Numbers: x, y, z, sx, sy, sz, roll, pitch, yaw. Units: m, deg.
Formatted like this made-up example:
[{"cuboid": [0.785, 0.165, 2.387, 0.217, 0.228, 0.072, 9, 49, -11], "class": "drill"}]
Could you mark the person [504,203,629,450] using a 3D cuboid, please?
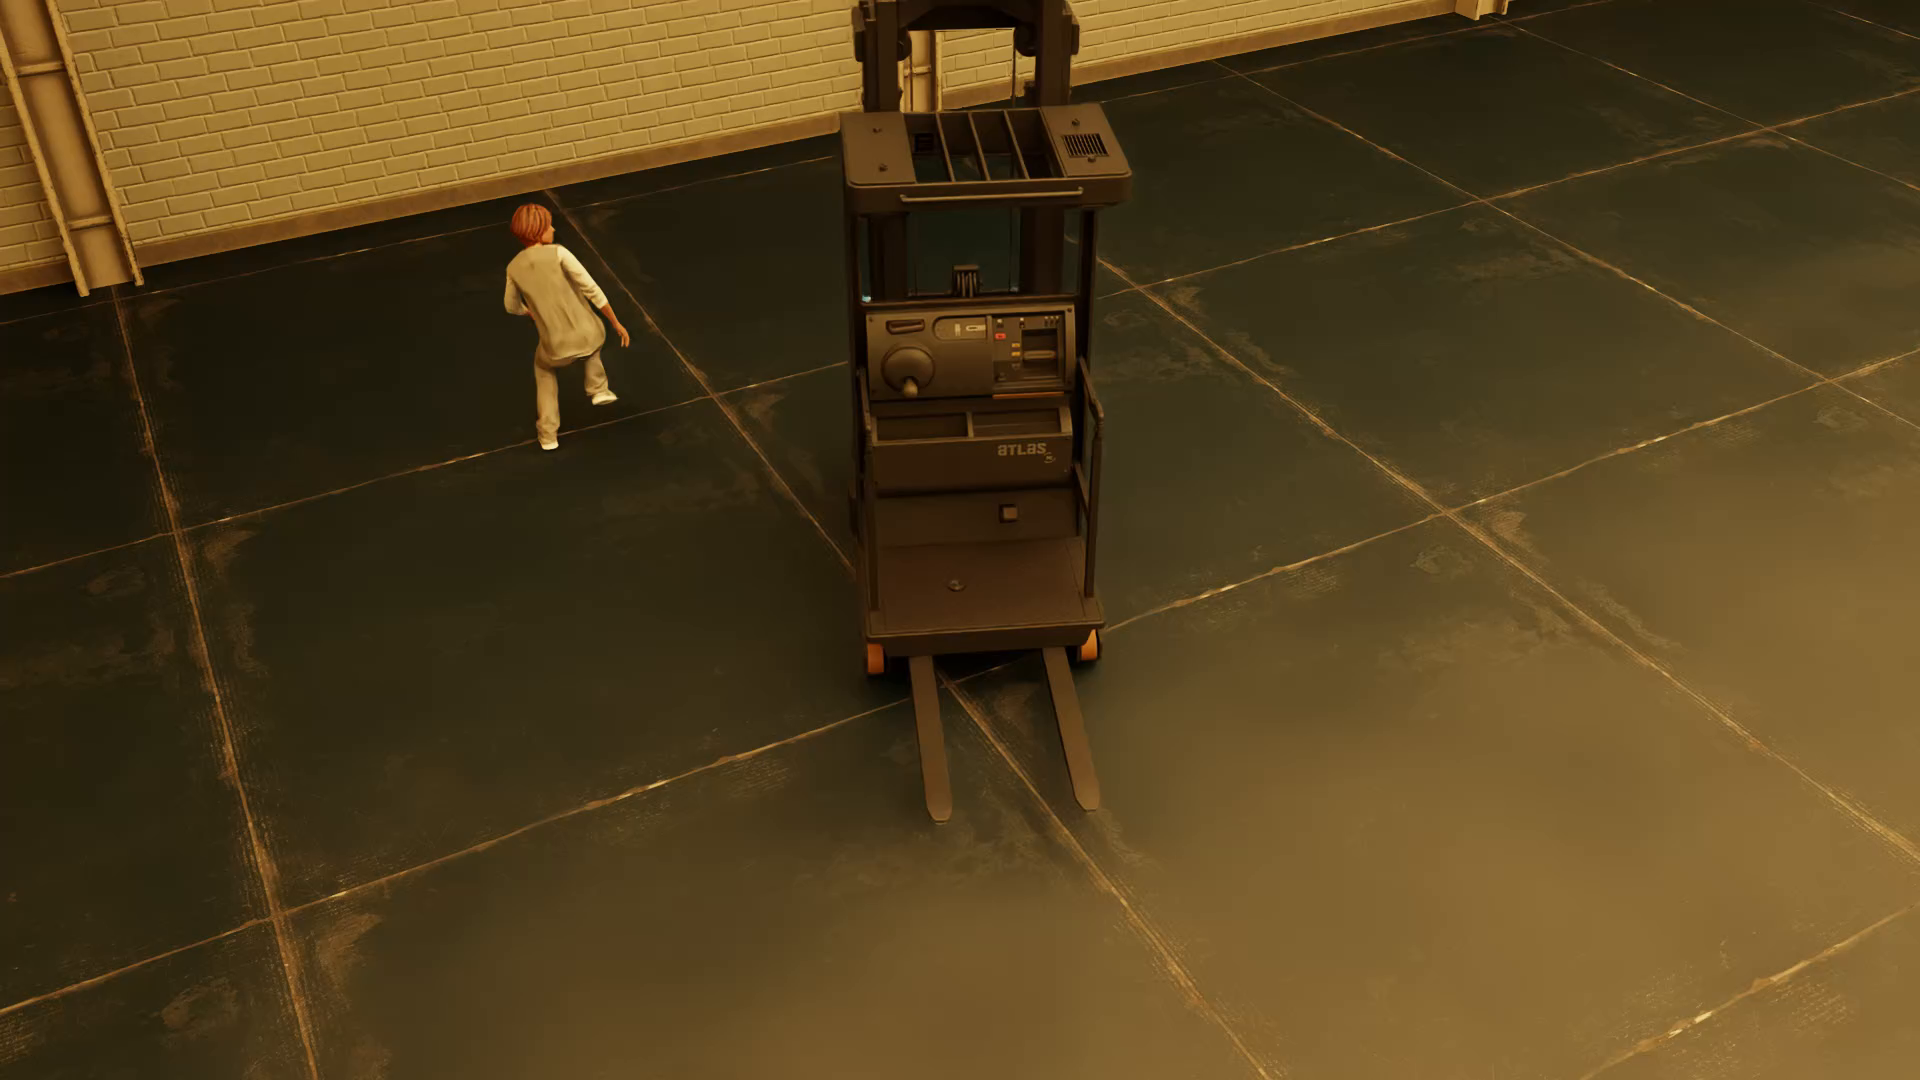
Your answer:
[{"cuboid": [-2.168, -1.201, 9.194, 0.649, 1.389, 0.636, -7, 36, -9], "class": "person"}]

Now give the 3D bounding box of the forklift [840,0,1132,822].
[{"cuboid": [0.074, -0.775, 7.219, 1.130, 2.935, 3.031, -3, 35, -5], "class": "forklift"}]
